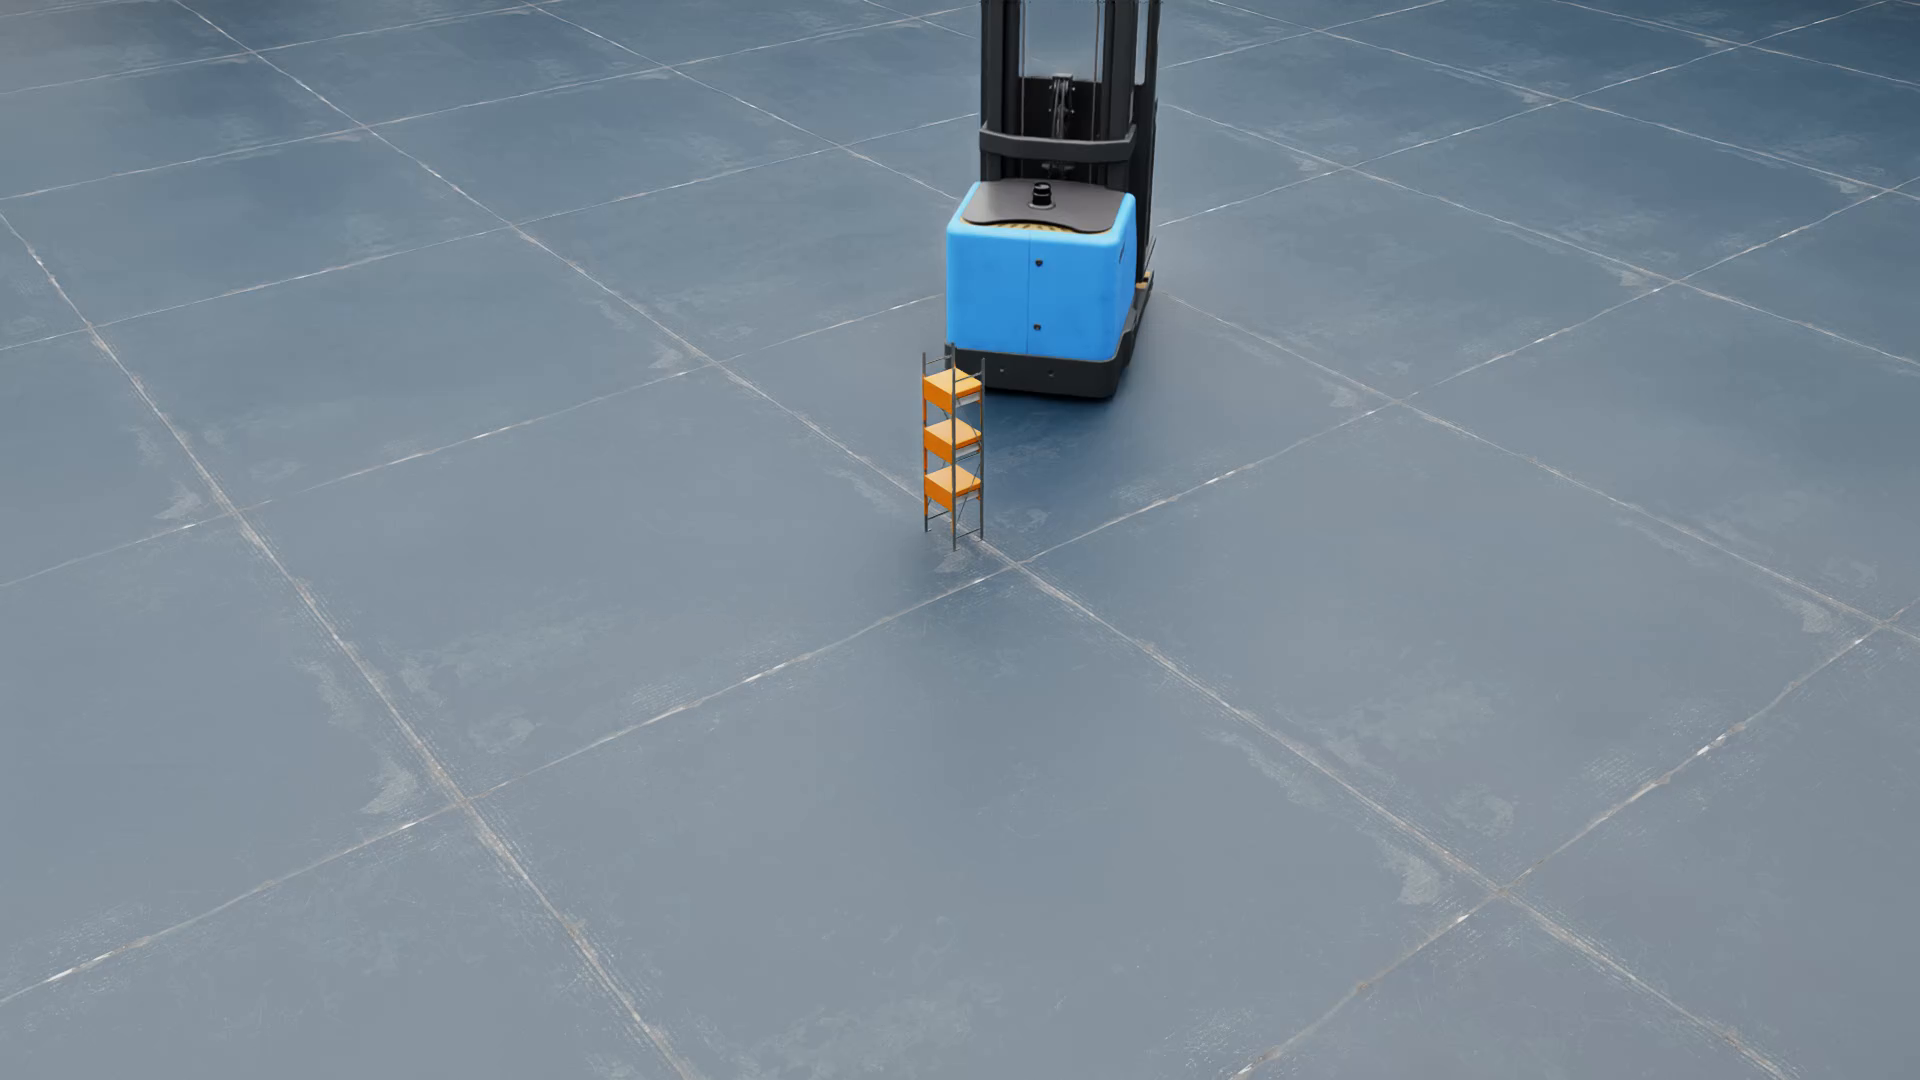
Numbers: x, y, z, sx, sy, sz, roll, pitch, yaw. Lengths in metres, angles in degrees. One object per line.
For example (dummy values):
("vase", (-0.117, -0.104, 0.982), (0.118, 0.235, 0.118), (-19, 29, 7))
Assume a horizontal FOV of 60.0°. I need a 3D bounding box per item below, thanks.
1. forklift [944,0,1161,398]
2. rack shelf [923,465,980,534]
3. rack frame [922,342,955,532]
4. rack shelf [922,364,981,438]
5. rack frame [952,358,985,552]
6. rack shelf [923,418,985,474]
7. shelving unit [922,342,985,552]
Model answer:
("forklift", (0.723, -2.866, 10.586), (1.130, 2.935, 3.031), (7, 32, 11))
("rack shelf", (-0.033, -0.223, 8.661), (0.215, 0.259, 0.240), (-22, 38, -31))
("rack frame", (-0.108, -0.519, 8.591), (0.200, 1.050, 0.008), (-22, 38, -31))
("rack shelf", (-0.033, -0.700, 8.365), (0.215, 0.259, 0.240), (-22, 38, -31))
("rack frame", (0.042, -0.417, 8.427), (0.200, 1.050, 0.008), (-22, 38, -31))
("rack shelf", (-0.033, -0.459, 8.515), (0.215, 0.259, 0.240), (-22, 38, -31))
("shelving unit", (-0.033, -0.468, 8.509), (0.215, 1.050, 0.252), (-22, 38, -31))
